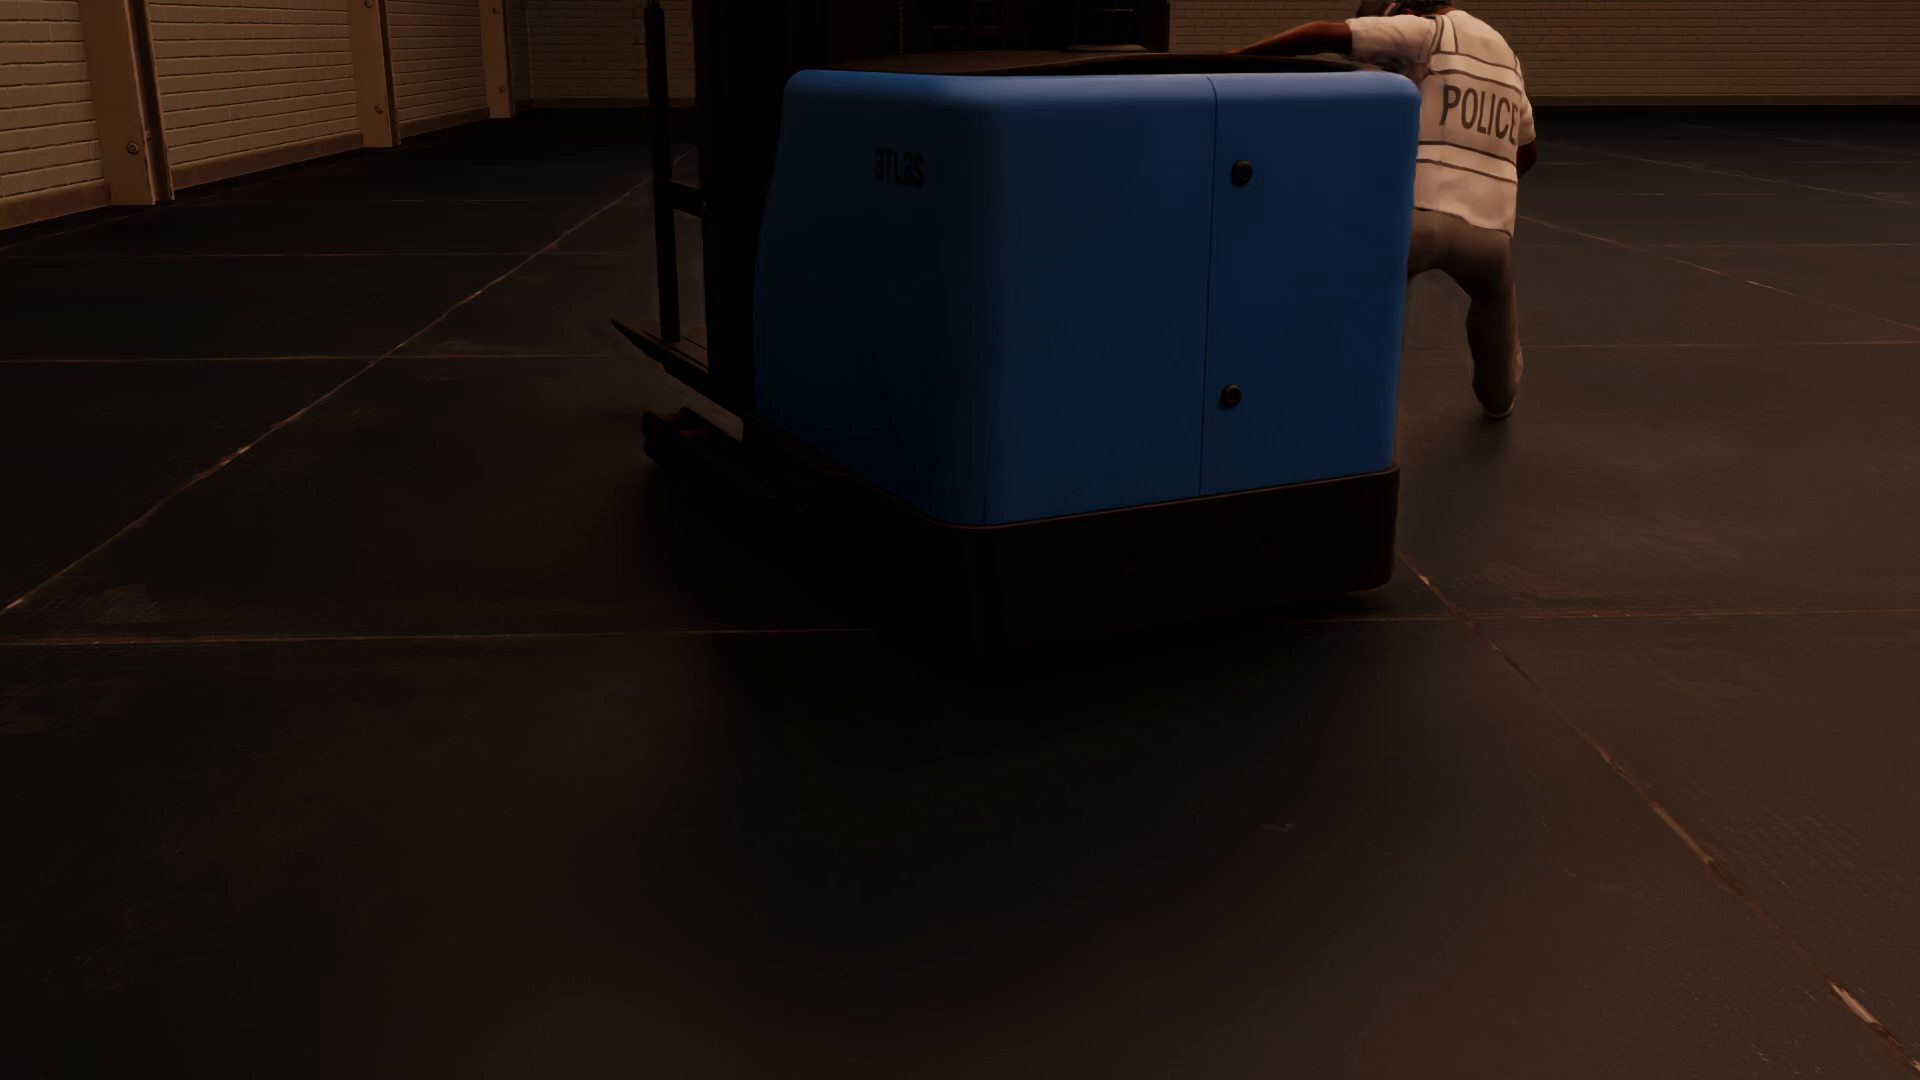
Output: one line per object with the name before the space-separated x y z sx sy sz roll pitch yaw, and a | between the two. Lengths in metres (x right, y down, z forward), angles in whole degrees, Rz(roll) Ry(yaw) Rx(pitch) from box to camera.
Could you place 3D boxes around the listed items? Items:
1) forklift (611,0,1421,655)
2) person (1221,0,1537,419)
forklift | -0.206 -1.580 4.071 1.130 2.935 3.031 -8 19 -25
person | 1.207 -0.922 4.658 1.287 1.339 0.788 -4 17 -11
